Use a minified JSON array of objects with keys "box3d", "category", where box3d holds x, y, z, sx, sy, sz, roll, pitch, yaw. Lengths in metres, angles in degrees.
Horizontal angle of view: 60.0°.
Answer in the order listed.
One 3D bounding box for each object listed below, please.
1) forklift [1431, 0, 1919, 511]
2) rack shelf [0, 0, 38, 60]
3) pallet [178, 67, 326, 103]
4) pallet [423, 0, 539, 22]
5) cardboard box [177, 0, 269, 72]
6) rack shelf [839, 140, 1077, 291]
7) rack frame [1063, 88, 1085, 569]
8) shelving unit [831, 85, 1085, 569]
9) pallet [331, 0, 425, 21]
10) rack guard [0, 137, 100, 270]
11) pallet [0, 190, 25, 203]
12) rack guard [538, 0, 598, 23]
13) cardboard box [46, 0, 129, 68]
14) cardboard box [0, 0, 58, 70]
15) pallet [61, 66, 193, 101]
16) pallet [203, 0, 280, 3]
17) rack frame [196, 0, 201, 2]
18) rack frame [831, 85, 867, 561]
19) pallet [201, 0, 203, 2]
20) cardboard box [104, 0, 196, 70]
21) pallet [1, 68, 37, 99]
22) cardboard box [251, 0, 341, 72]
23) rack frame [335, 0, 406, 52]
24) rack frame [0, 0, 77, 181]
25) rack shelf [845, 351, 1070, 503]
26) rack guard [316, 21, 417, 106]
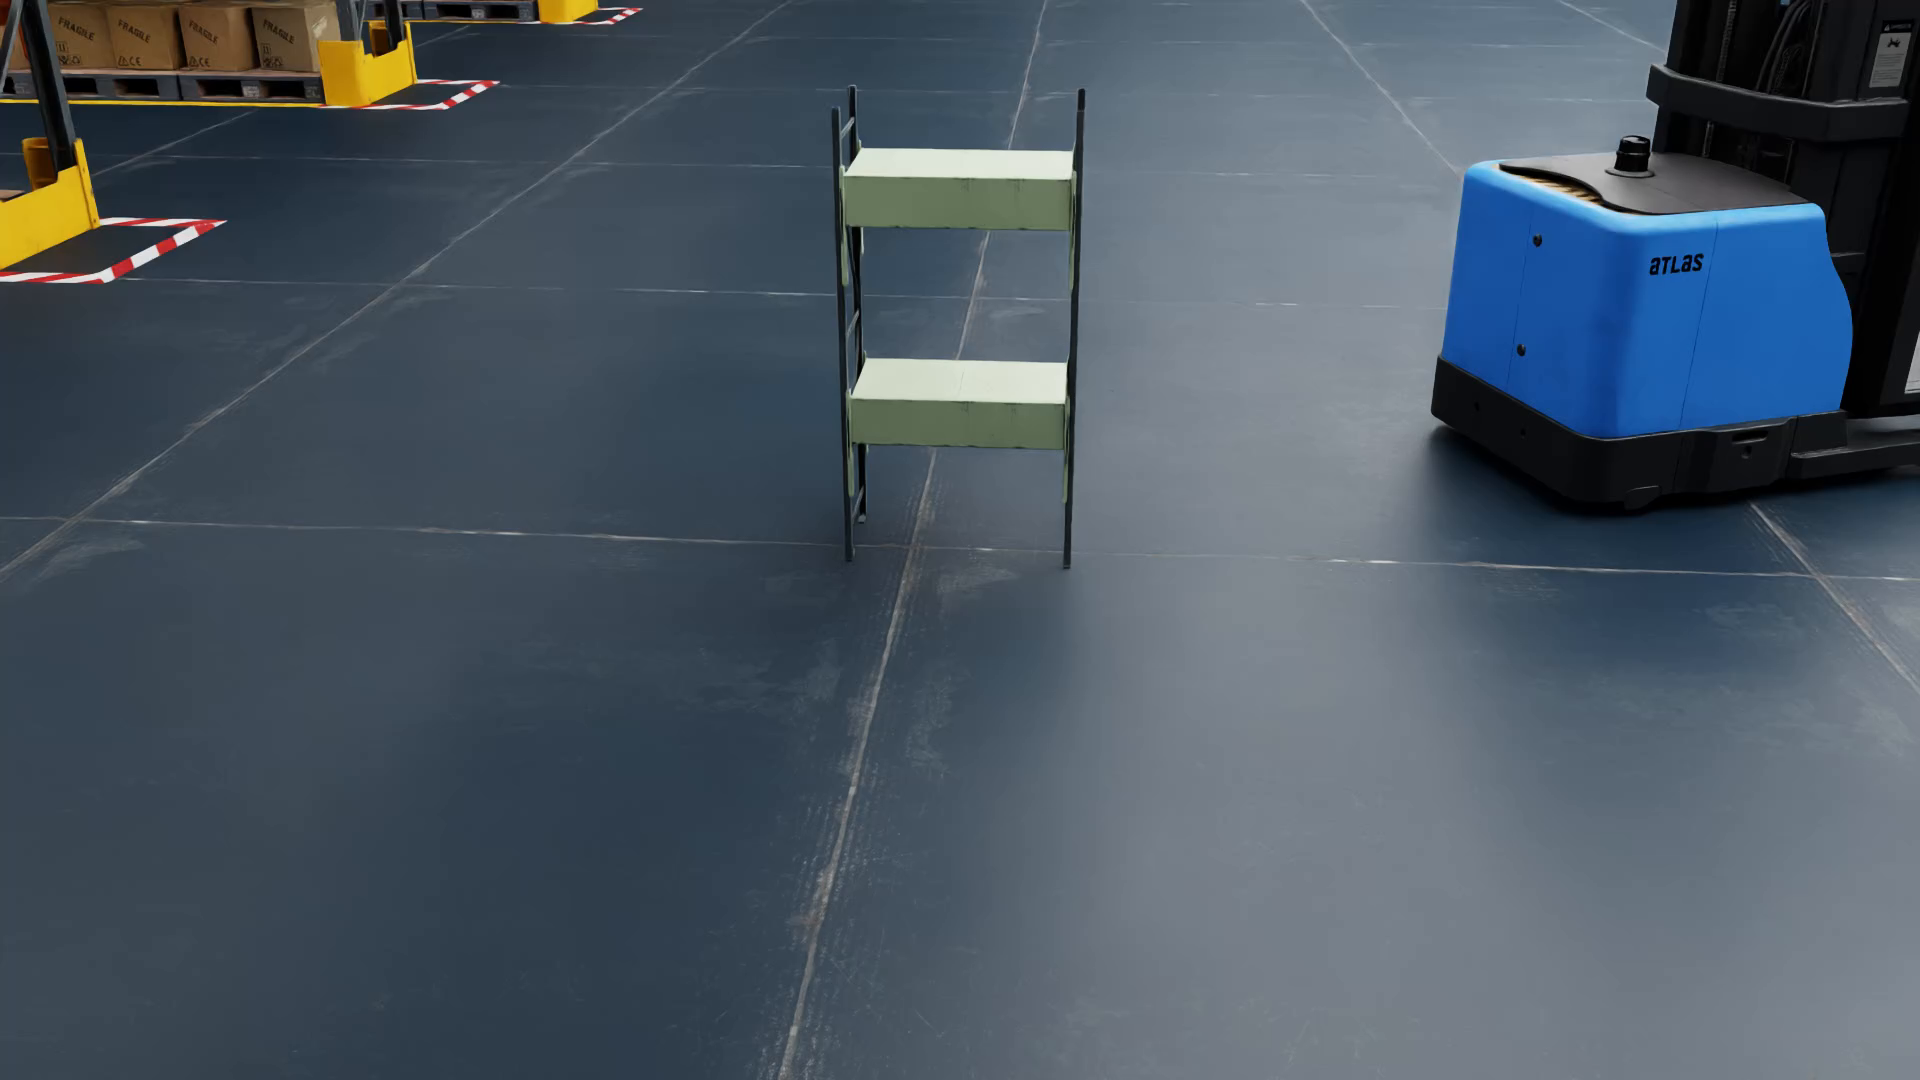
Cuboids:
[{"box3d":[3.469,-1.779,6.111,3.031,2.935,1.130,-7,26,-16],"category":"forklift"},{"box3d":[-7.169,-2.741,8.980,4.000,0.370,1.077,2,25,4],"category":"rack shelf"},{"box3d":[-5.679,-3.845,13.853,1.213,0.211,1.003,2,25,4],"category":"pallet"},{"box3d":[-5.119,-5.859,18.230,1.213,0.211,1.003,2,25,4],"category":"pallet"},{"box3d":[-6.016,-4.155,13.680,0.500,0.500,0.500,8,26,18],"category":"cardboard box"},{"box3d":[0.007,-1.036,5.273,0.720,0.370,0.431,2,25,4],"category":"rack shelf"},{"box3d":[0.372,-0.669,5.411,0.023,1.500,0.400,2,25,4],"category":"rack frame"},{"box3d":[0.007,-0.681,5.436,0.755,1.500,0.431,2,25,4],"category":"shelving unit"},{"box3d":[-6.332,-5.899,18.317,1.213,0.211,1.003,2,25,4],"category":"pallet"},{"box3d":[-5.254,-1.851,9.175,0.348,0.500,1.175,2,25,4],"category":"rack guard"},{"box3d":[-6.064,-1.748,9.297,1.213,0.211,1.003,2,25,4],"category":"pallet"},{"box3d":[-4.291,-5.996,18.183,0.348,0.500,1.175,2,25,4],"category":"rack guard"},{"box3d":[-7.192,-4.220,13.820,0.500,0.500,0.500,0,25,-1],"category":"cardboard box"},{"box3d":[-7.817,-4.207,13.792,0.500,0.500,0.500,10,27,21],"category":"cardboard box"},{"box3d":[-6.892,-3.885,13.940,1.213,0.211,1.003,2,25,4],"category":"pallet"},{"box3d":[-7.551,-5.937,18.399,1.213,0.211,1.003,2,25,4],"category":"pallet"},{"box3d":[-8.304,-7.260,17.940,0.127,3.000,1.000,2,25,4],"category":"rack frame"},{"box3d":[-0.358,-0.693,5.461,0.023,1.500,0.400,2,25,4],"category":"rack frame"},{"box3d":[-9.079,-5.987,18.509,1.213,0.211,1.003,2,25,4],"category":"pallet"},{"box3d":[-6.638,-4.183,13.741,0.500,0.500,0.500,4,25,9],"category":"cardboard box"},{"box3d":[-8.112,-3.923,14.023,1.213,0.211,1.003,2,25,4],"category":"pallet"},{"box3d":[-5.417,-4.151,13.670,0.500,0.500,0.500,6,25,14],"category":"cardboard box"},{"box3d":[-4.796,-5.068,13.176,0.127,3.000,1.000,2,25,4],"category":"rack frame"},{"box3d":[-5.175,-3.004,8.690,0.127,3.000,1.000,2,25,4],"category":"rack frame"},{"box3d":[0.007,-0.385,5.572,0.720,0.370,0.431,2,25,4],"category":"rack shelf"},{"box3d":[-4.872,-3.935,13.704,0.348,0.500,1.175,2,25,4],"category":"rack guard"}]
